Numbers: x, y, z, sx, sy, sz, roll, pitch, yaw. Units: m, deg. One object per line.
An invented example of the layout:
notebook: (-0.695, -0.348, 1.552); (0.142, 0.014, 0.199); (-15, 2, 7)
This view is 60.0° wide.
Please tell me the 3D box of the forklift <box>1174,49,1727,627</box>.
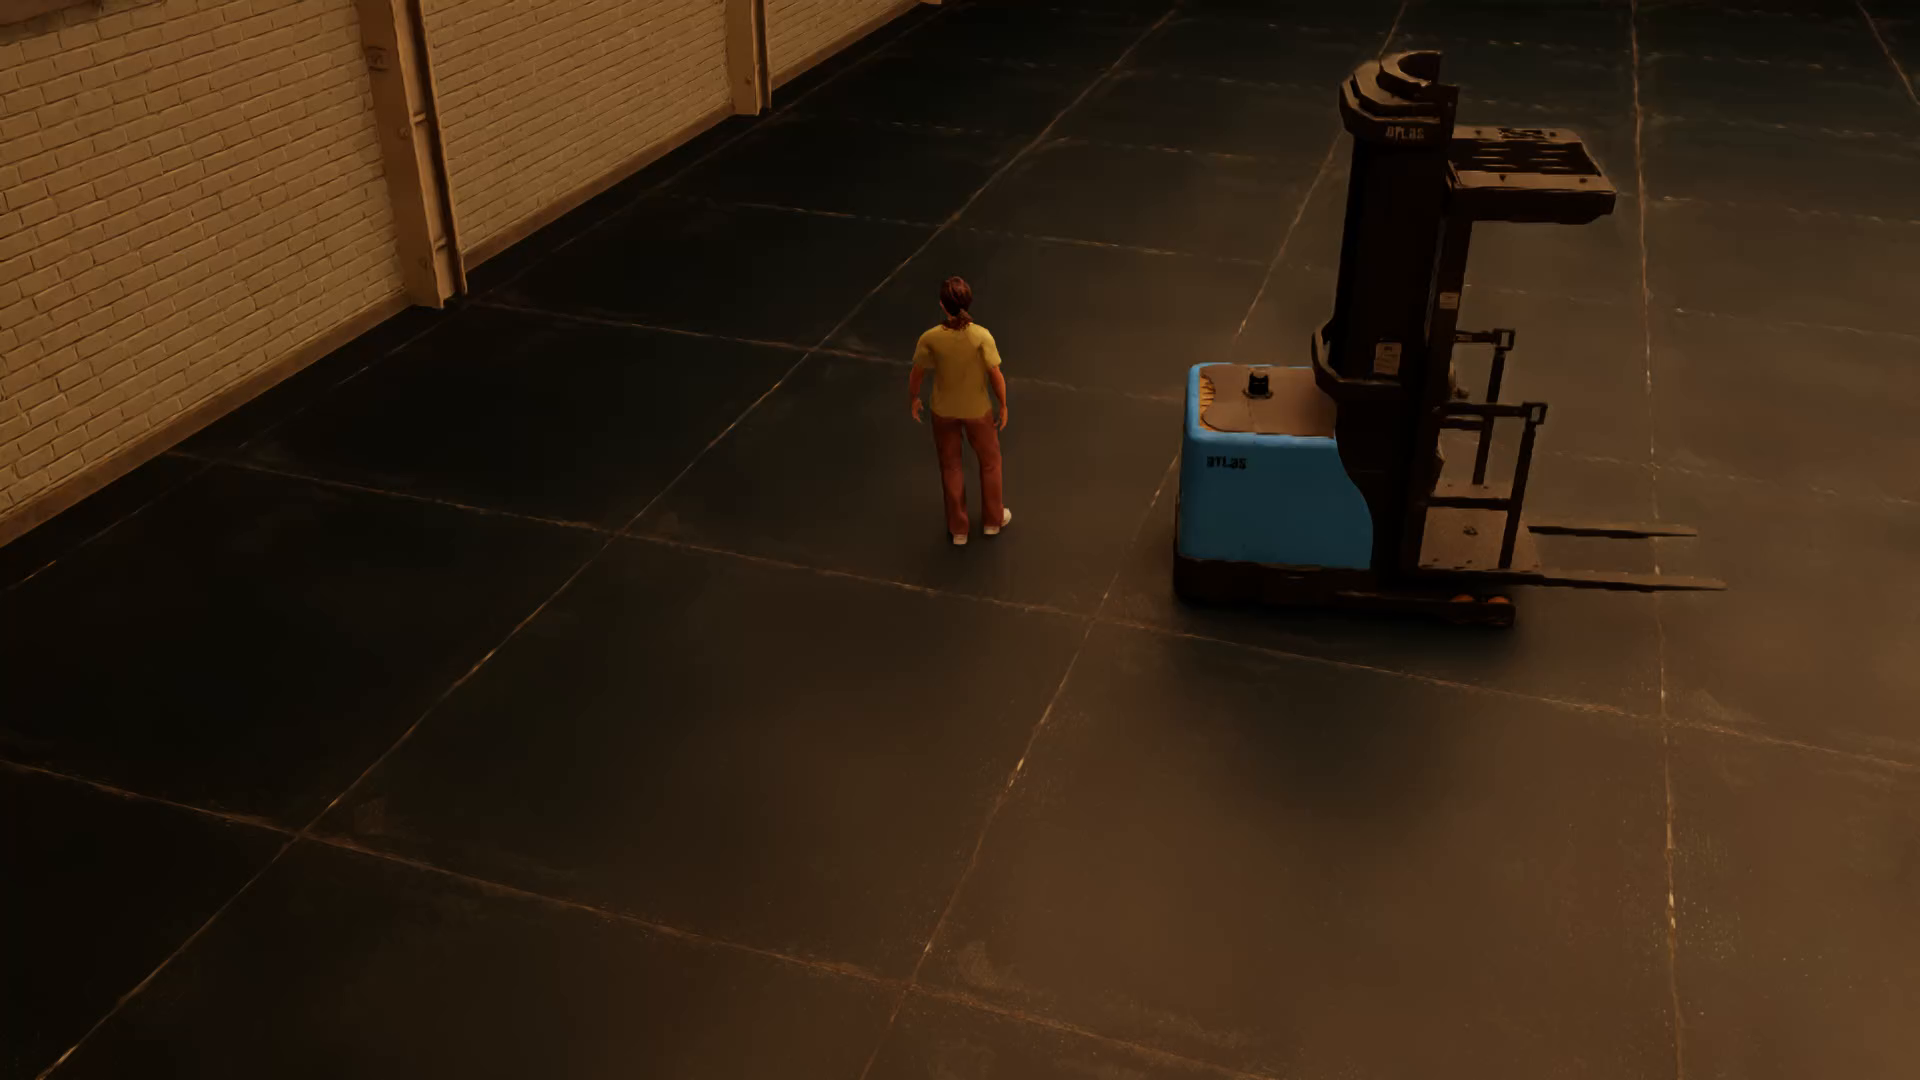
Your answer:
forklift: (2.775, -1.069, 9.012); (3.031, 2.935, 1.130); (3, 30, 6)

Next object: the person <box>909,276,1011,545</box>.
person: (0.006, -0.776, 9.774); (0.597, 1.669, 0.485); (2, 30, 3)
